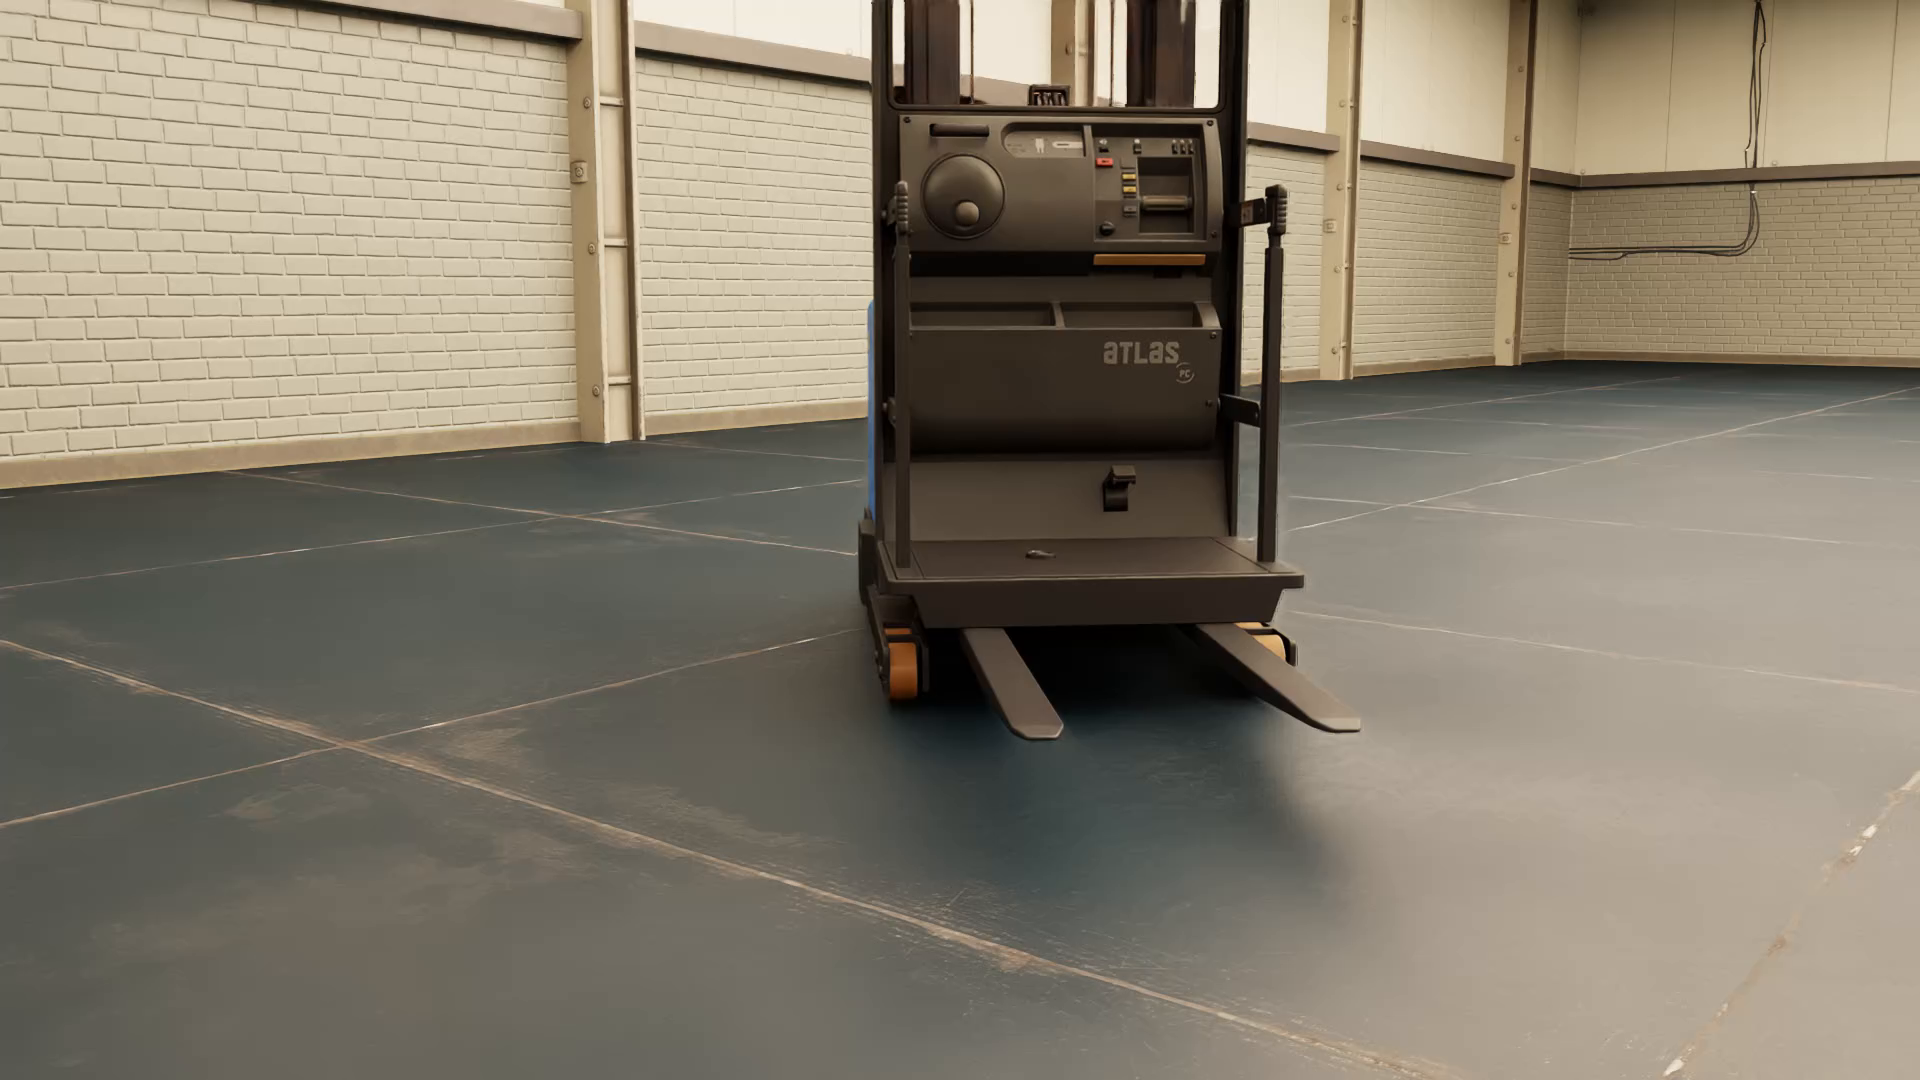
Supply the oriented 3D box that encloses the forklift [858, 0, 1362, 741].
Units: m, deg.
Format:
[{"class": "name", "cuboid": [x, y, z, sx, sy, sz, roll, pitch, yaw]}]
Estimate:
[{"class": "forklift", "cuboid": [0.314, -1.067, 4.576, 1.130, 2.935, 3.031, -1, 8, -6]}]
